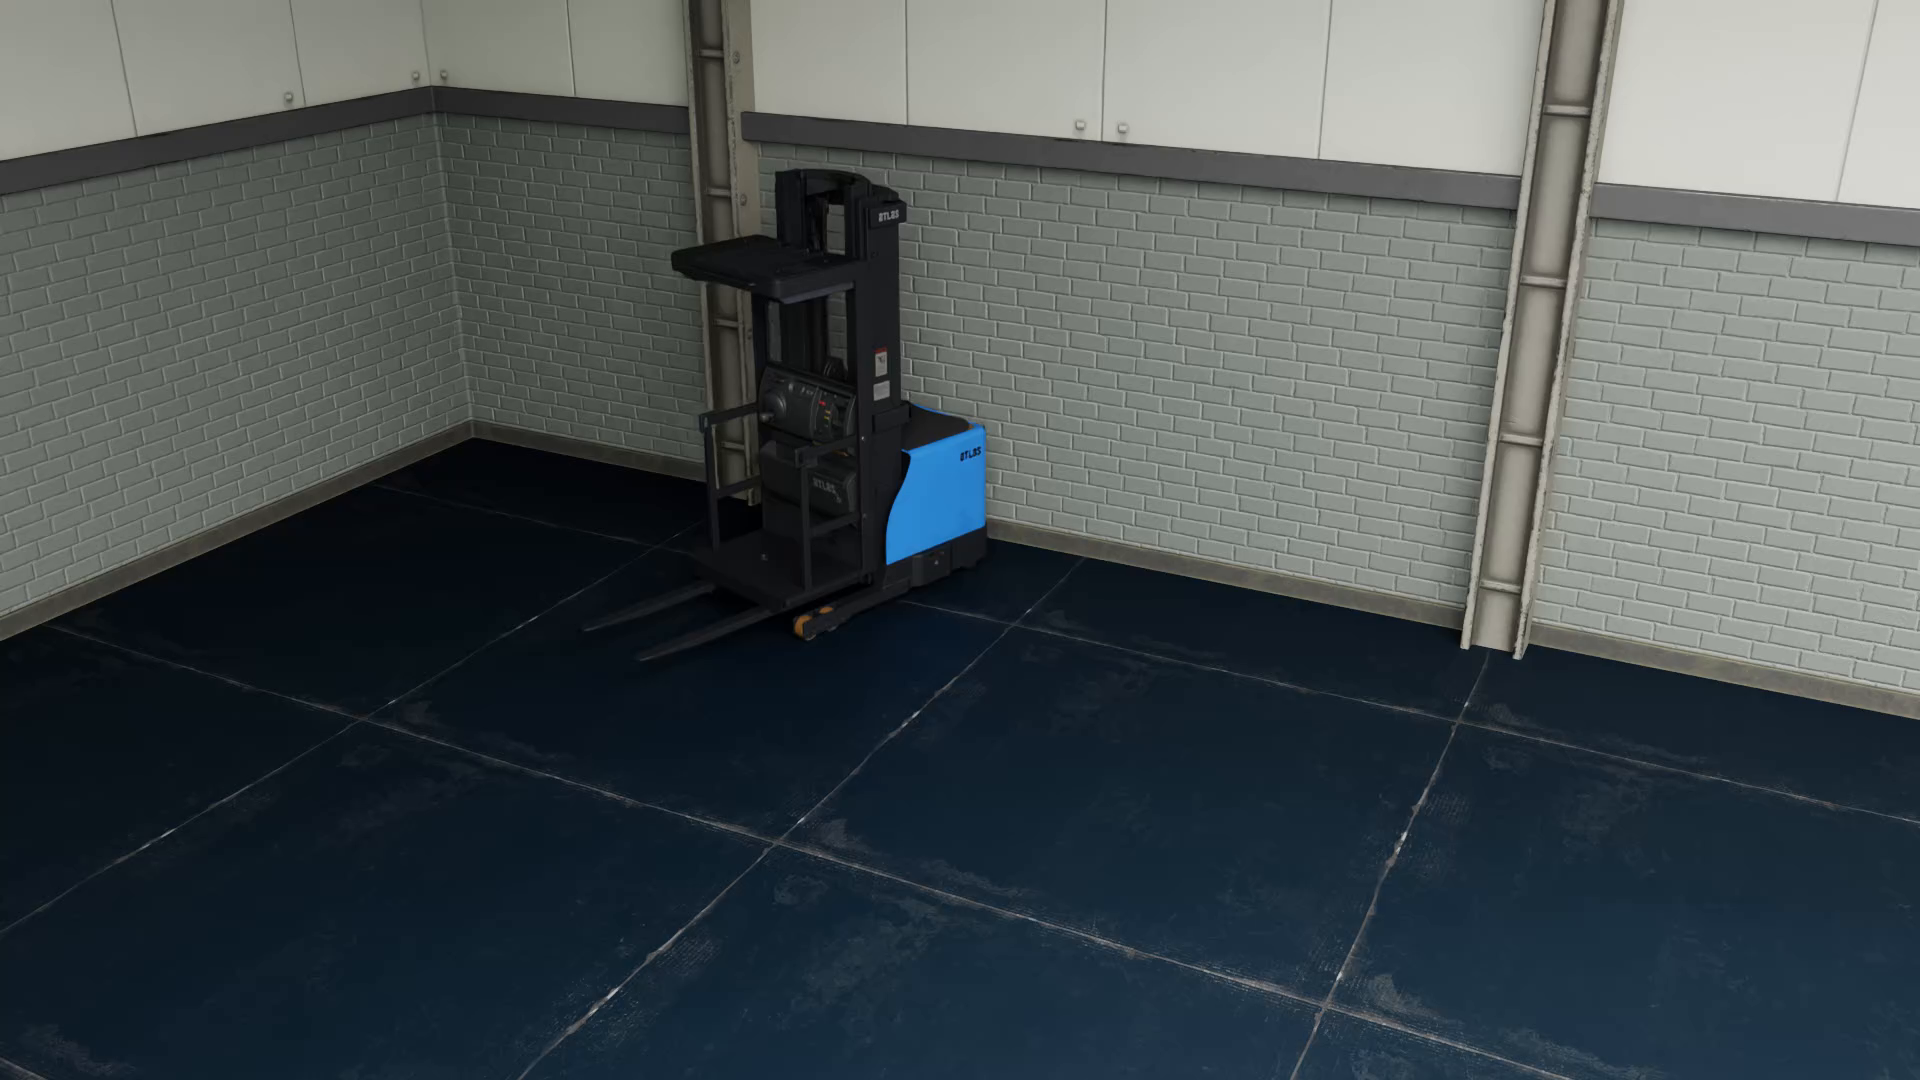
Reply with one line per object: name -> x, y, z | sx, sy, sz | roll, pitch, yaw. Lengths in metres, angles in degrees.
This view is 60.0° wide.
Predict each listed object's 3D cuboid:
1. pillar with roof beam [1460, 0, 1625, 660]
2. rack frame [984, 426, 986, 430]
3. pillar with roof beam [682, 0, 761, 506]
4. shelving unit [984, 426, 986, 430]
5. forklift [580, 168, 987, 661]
pillar with roof beam -> 1.636, -1.939, 5.836 | 0.400, 9.000, 9.100 | 11, 25, 25
rack frame -> 0.122, -0.400, 12.556 | 0.006, 0.900, 0.240 | 13, 24, 28
pillar with roof beam -> -3.719, -2.998, 8.328 | 0.400, 9.000, 9.100 | 11, 25, 25
shelving unit -> 0.034, -0.421, 12.603 | 0.210, 0.900, 0.258 | 13, 24, 28
forklift -> -1.188, -0.902, 11.151 | 1.130, 2.935, 3.031 | 21, 31, 40
